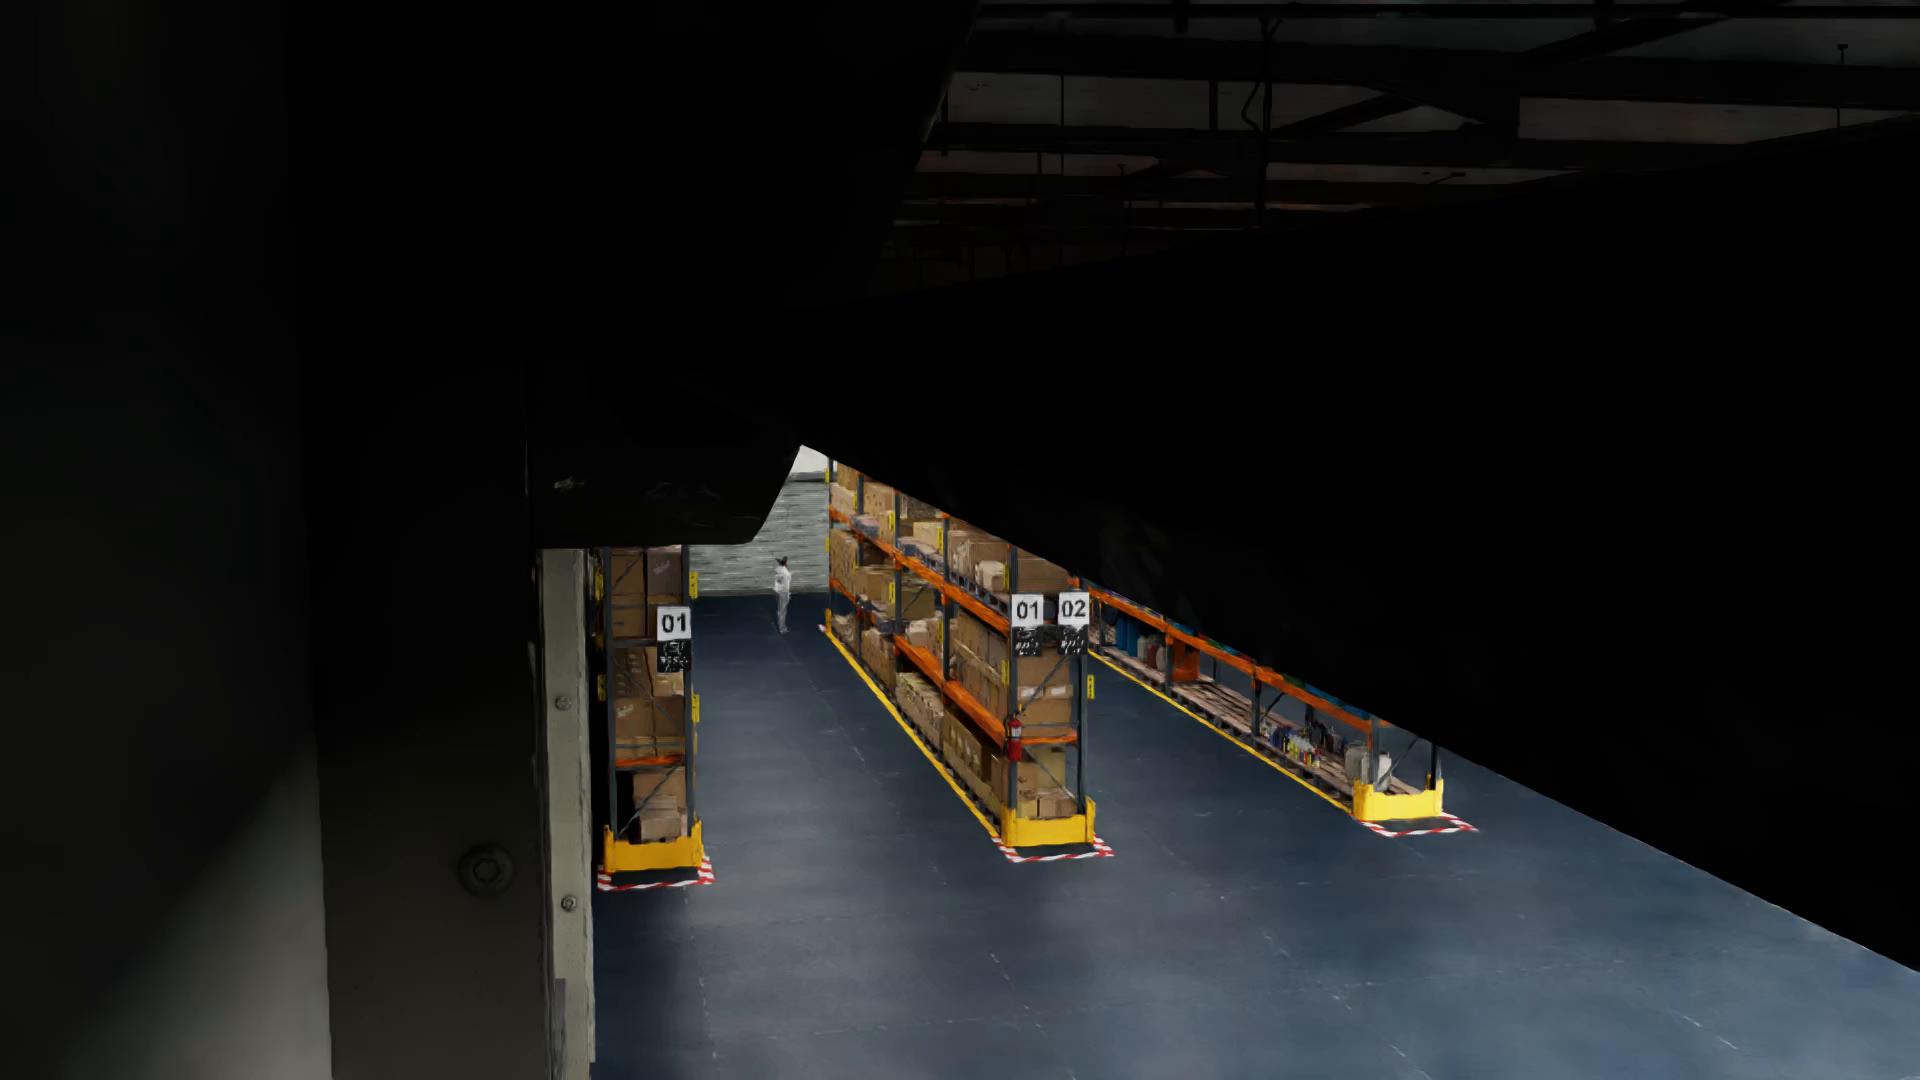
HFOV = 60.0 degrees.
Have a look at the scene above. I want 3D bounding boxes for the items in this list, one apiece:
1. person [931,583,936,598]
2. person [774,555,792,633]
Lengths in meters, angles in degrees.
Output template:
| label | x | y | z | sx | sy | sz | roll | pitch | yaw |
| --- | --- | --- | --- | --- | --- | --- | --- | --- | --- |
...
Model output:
| label | x | y | z | sx | sy | sz | roll | pitch | yaw |
| --- | --- | --- | --- | --- | --- | --- | --- | --- | --- |
| person | -0.662 | 0.580 | 40.970 | 0.541 | 1.767 | 0.608 | 3 | 7 | 21 |
| person | -3.844 | 1.168 | 36.400 | 0.438 | 1.680 | 0.549 | -5 | 8 | -36 |
